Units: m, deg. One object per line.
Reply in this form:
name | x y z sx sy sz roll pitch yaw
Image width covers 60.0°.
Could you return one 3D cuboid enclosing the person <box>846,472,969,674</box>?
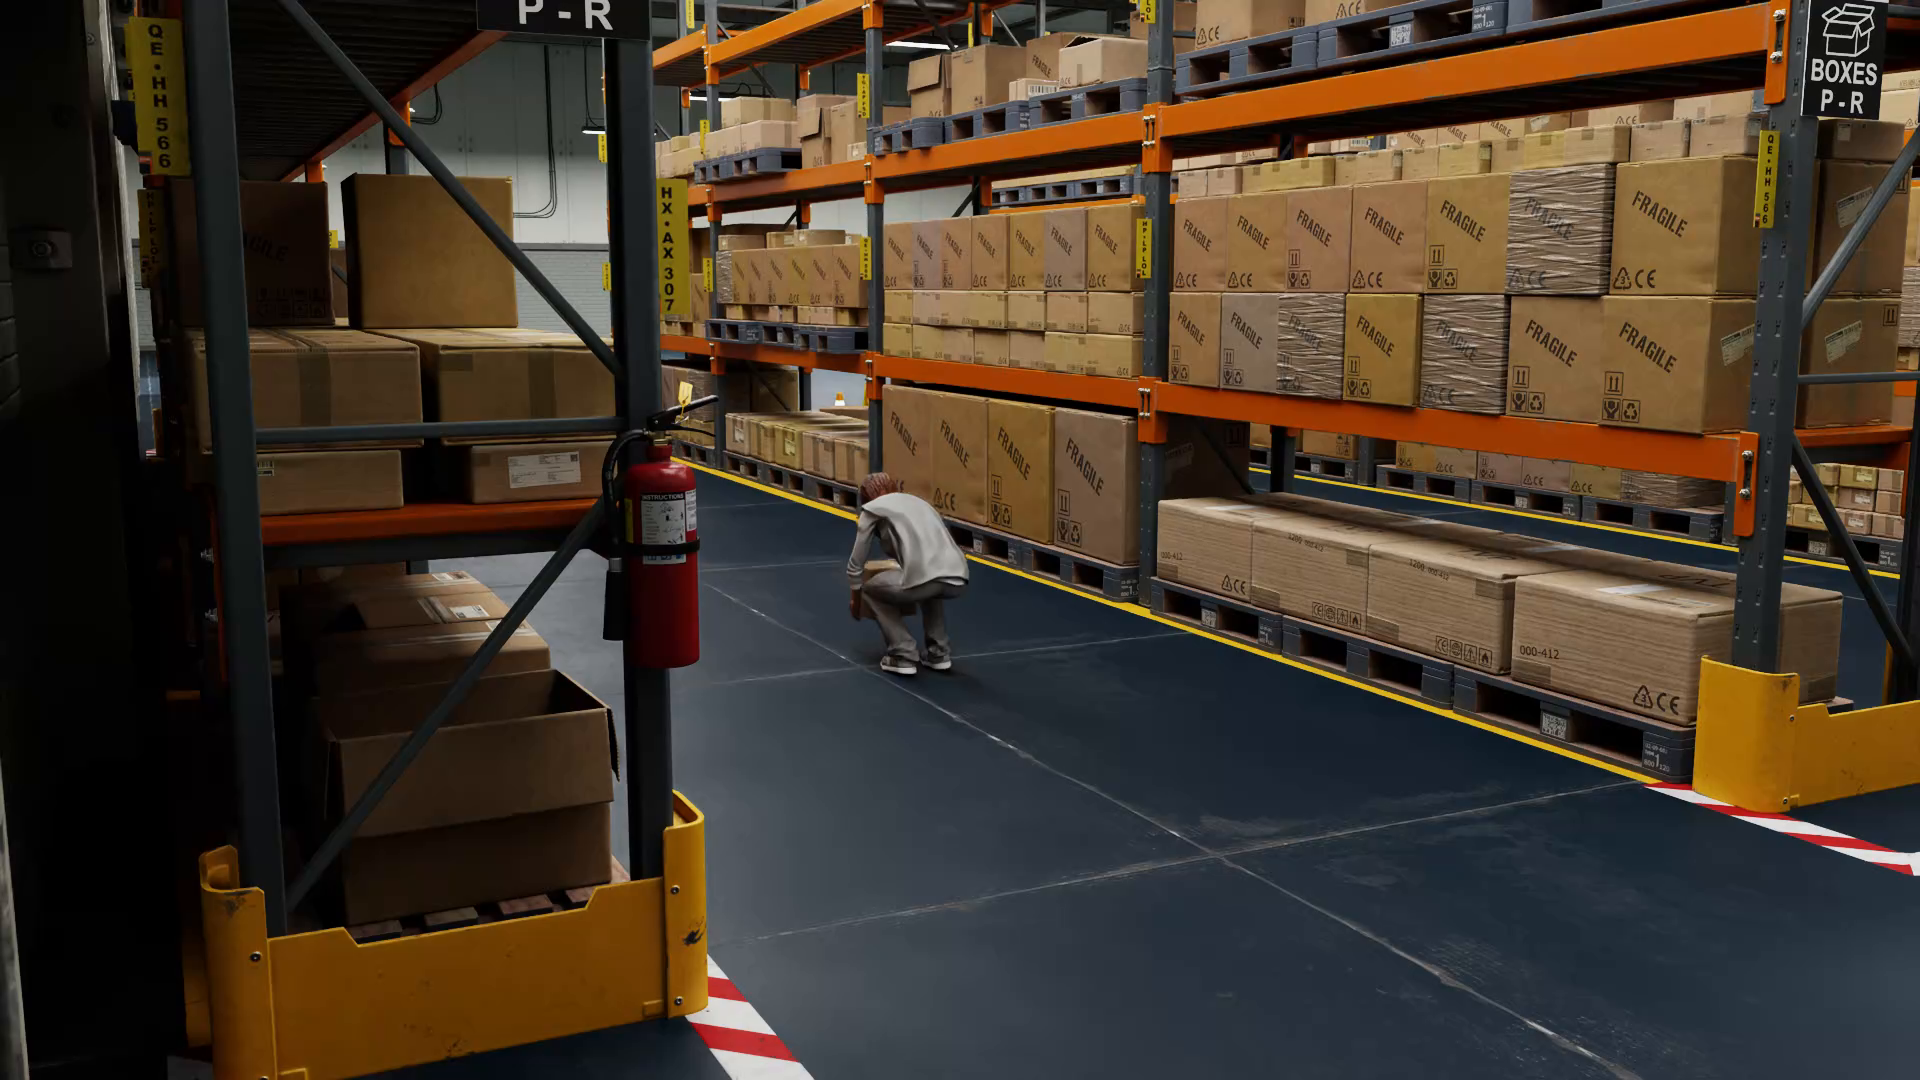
person | -0.259 0.166 8.044 0.442 0.919 0.792 -4 10 -26
